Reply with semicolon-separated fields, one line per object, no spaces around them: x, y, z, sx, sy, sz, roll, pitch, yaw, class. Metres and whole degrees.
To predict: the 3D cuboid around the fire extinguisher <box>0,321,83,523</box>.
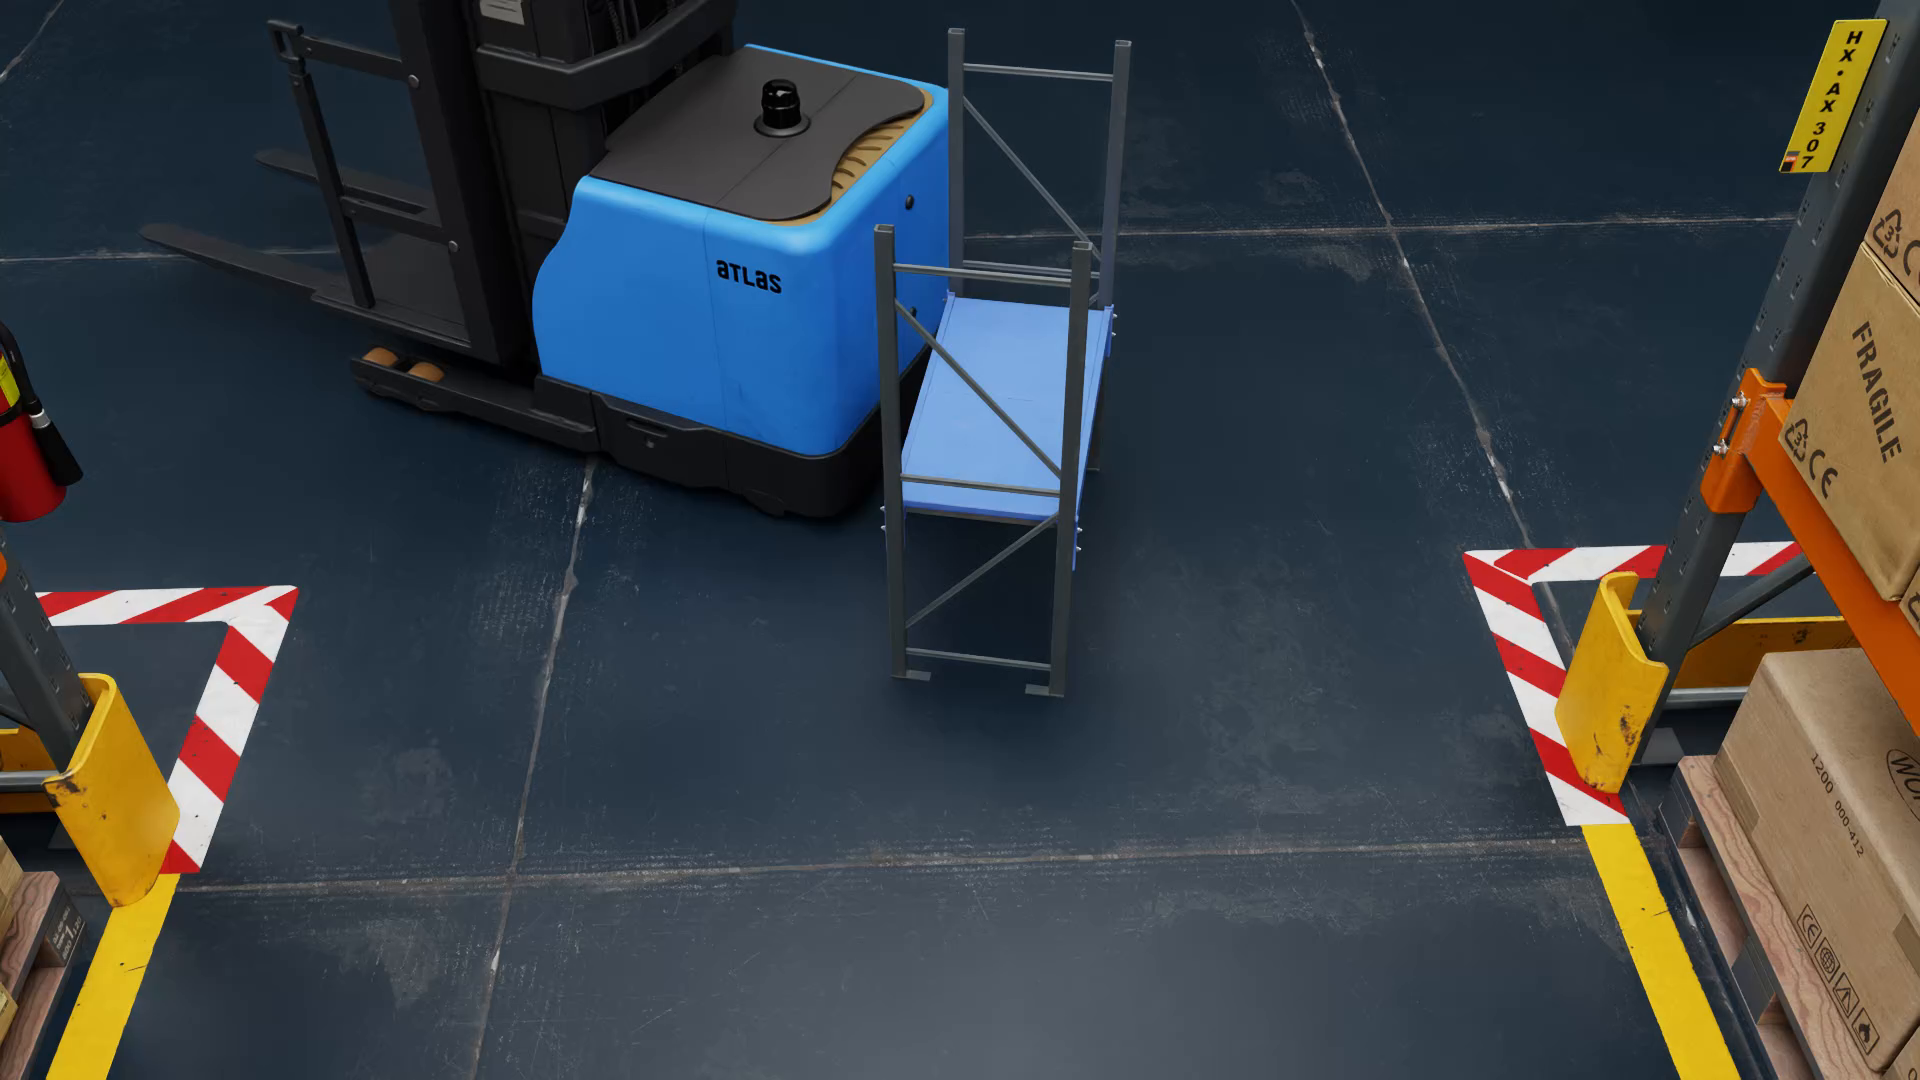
-2.217;-0.342;3.736;0.296;0.674;0.183;-2;43;-2;fire extinguisher

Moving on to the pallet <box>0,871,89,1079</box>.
-2.665;1.304;3.671;1.003;0.211;1.213;-2;43;-2;pallet

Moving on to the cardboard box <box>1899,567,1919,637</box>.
2.057;0.101;2.846;0.500;0.500;0.500;-2;43;-2;cardboard box

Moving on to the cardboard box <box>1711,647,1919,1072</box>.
2.402;0.698;3.854;0.875;0.438;0.875;-3;43;-3;cardboard box

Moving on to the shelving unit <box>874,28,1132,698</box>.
0.134;-0.476;4.660;0.538;1.500;1.048;6;43;7;shelving unit

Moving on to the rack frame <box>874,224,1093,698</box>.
0.051;-0.137;4.290;0.500;1.500;0.032;6;43;7;rack frame

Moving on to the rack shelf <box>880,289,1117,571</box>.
0.134;-0.344;4.781;0.538;0.185;1.000;6;43;7;rack shelf

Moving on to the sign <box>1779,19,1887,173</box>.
1.719;-0.871;3.281;0.100;0.325;0.005;-2;43;-2;sign

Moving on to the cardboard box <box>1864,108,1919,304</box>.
2.010;-0.608;2.879;0.500;0.500;0.500;-3;43;-3;cardboard box

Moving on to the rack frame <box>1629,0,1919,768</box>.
2.274;-0.535;3.614;1.000;3.000;0.127;-2;43;-2;rack frame

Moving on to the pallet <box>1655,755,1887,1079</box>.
2.386;1.031;3.969;1.003;0.211;1.213;-2;43;-2;pallet

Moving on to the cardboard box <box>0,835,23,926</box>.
-2.360;0.810;3.725;0.380;0.149;0.250;-3;43;-3;cardboard box

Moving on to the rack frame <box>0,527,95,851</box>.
-2.667;-0.325;3.384;1.000;3.000;0.127;-2;43;-2;rack frame

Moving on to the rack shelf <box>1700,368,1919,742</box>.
2.359;1.081;2.384;1.077;0.370;4.000;-2;43;-2;rack shelf

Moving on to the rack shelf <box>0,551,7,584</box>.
-2.582;1.291;2.154;1.077;0.370;4.000;-2;43;-2;rack shelf

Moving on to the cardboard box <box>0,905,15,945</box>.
-2.436;0.921;3.824;0.380;0.149;0.250;-1;43;-1;cardboard box

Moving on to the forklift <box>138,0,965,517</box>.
-1.541;-1.829;5.076;3.031;2.935;1.130;18;45;18;forklift

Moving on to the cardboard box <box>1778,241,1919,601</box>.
2.008;-0.239;3.217;0.500;0.500;0.500;-2;43;-2;cardboard box

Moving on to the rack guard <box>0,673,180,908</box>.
-2.664;0.648;4.173;1.175;0.500;0.348;-2;43;-2;rack guard

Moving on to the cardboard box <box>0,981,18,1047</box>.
-2.324;1.092;3.638;0.380;0.149;0.250;0;43;0;cardboard box

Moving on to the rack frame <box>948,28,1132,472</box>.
0.216;-0.815;5.029;0.500;1.500;0.032;6;43;7;rack frame

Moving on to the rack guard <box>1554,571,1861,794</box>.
2.273;0.370;4.476;1.175;0.500;0.348;-2;43;-2;rack guard
